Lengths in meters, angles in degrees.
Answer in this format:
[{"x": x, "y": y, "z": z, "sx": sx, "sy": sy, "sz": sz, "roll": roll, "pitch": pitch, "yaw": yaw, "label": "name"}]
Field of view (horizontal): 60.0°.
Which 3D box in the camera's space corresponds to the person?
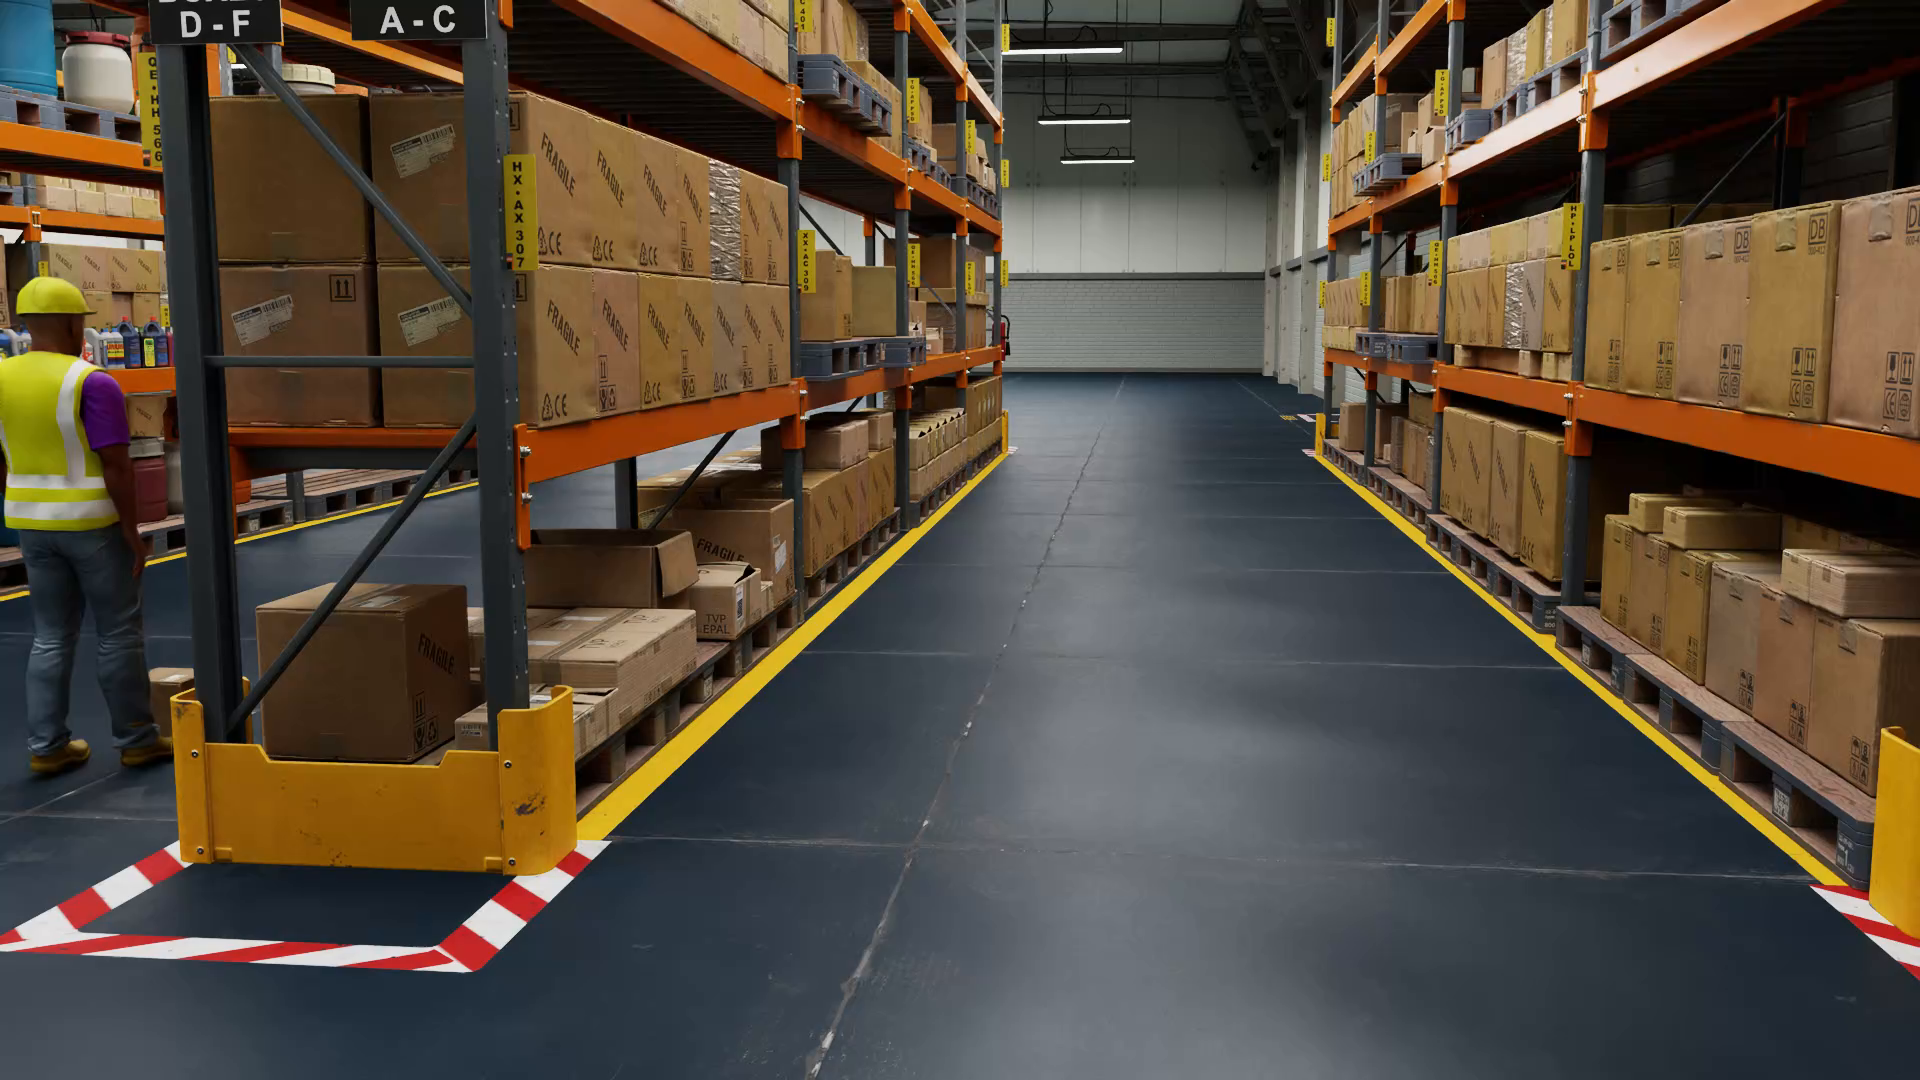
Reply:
[{"x": -3.169, "y": -0.055, "z": 6.022, "sx": 0.608, "sy": 1.771, "sz": 0.514, "roll": 1, "pitch": 8, "yaw": 9, "label": "person"}]
